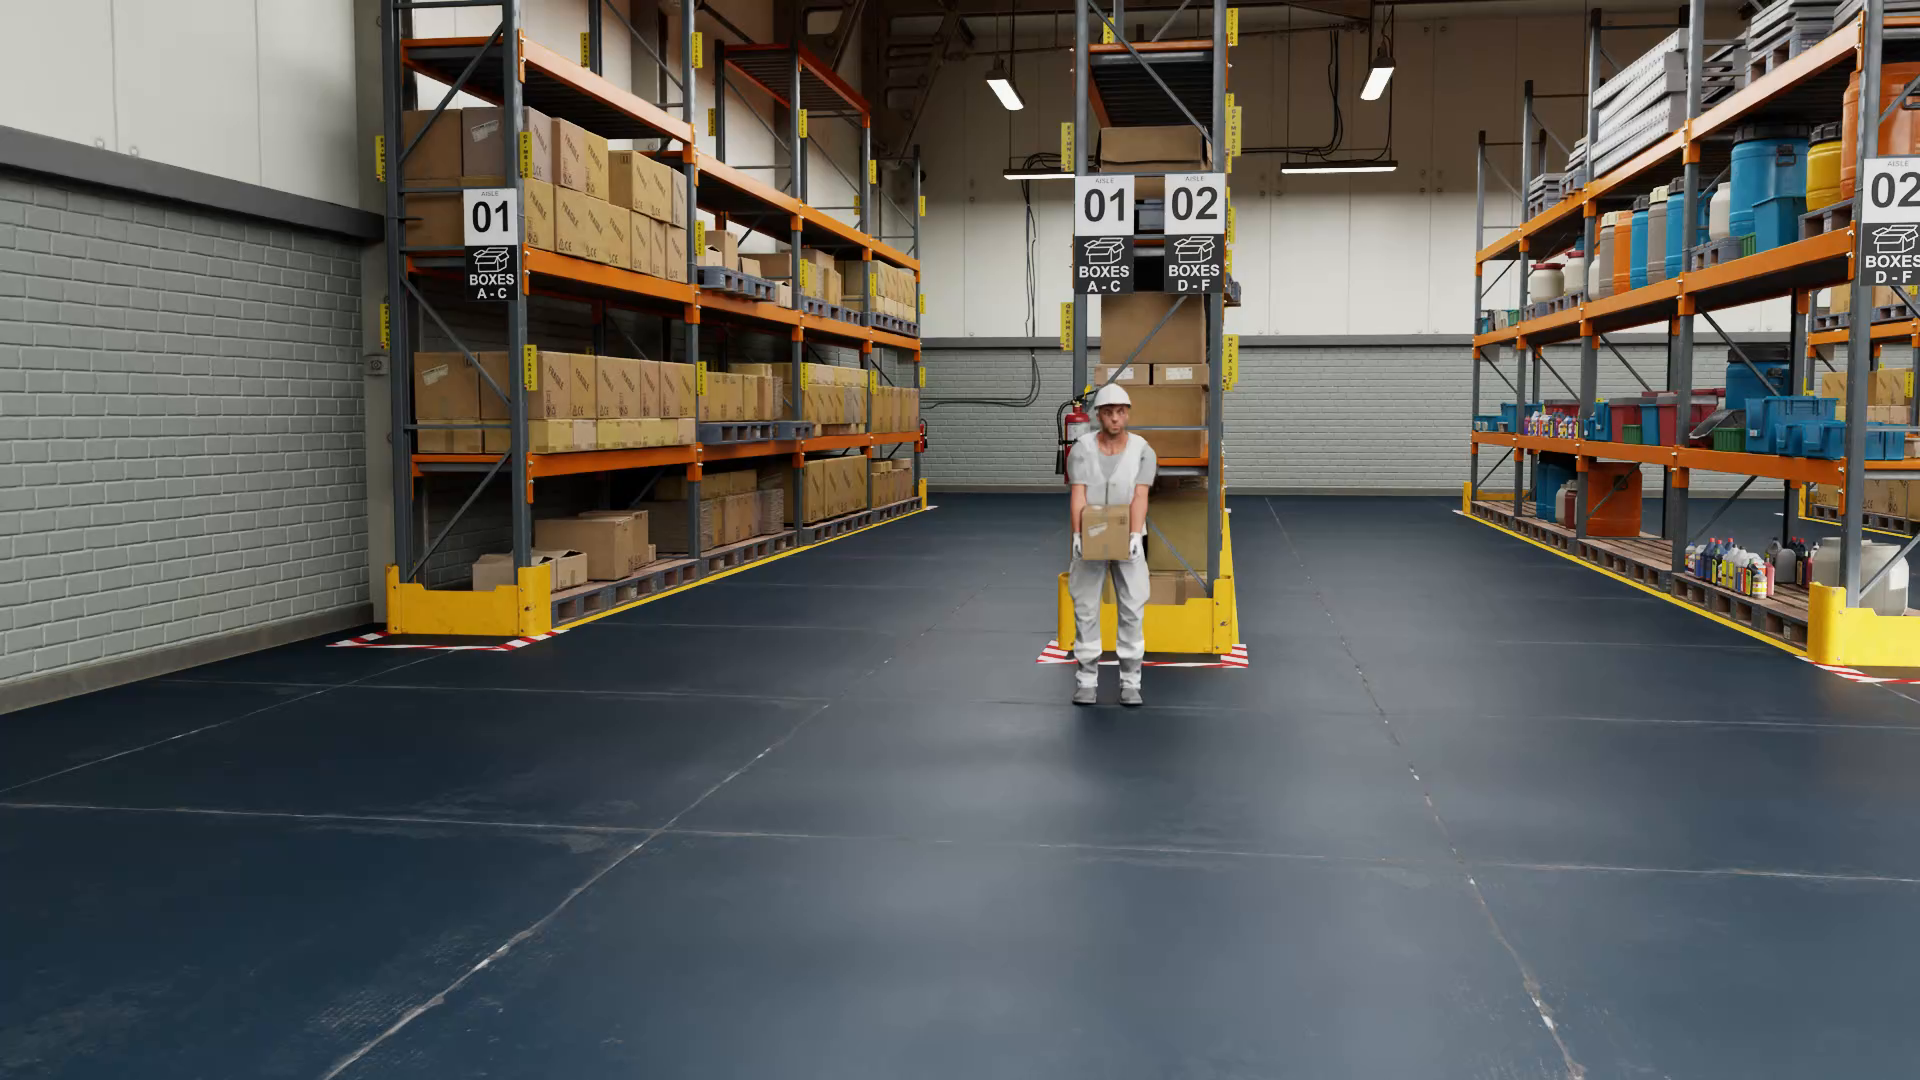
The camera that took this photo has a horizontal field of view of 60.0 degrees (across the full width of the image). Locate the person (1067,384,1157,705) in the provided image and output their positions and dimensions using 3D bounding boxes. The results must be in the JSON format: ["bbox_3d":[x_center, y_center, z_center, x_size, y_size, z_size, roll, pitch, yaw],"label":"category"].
[{"bbox_3d":[0.819,0.029,9.152,0.471,1.770,0.573,1,4,8],"label":"person"}]
